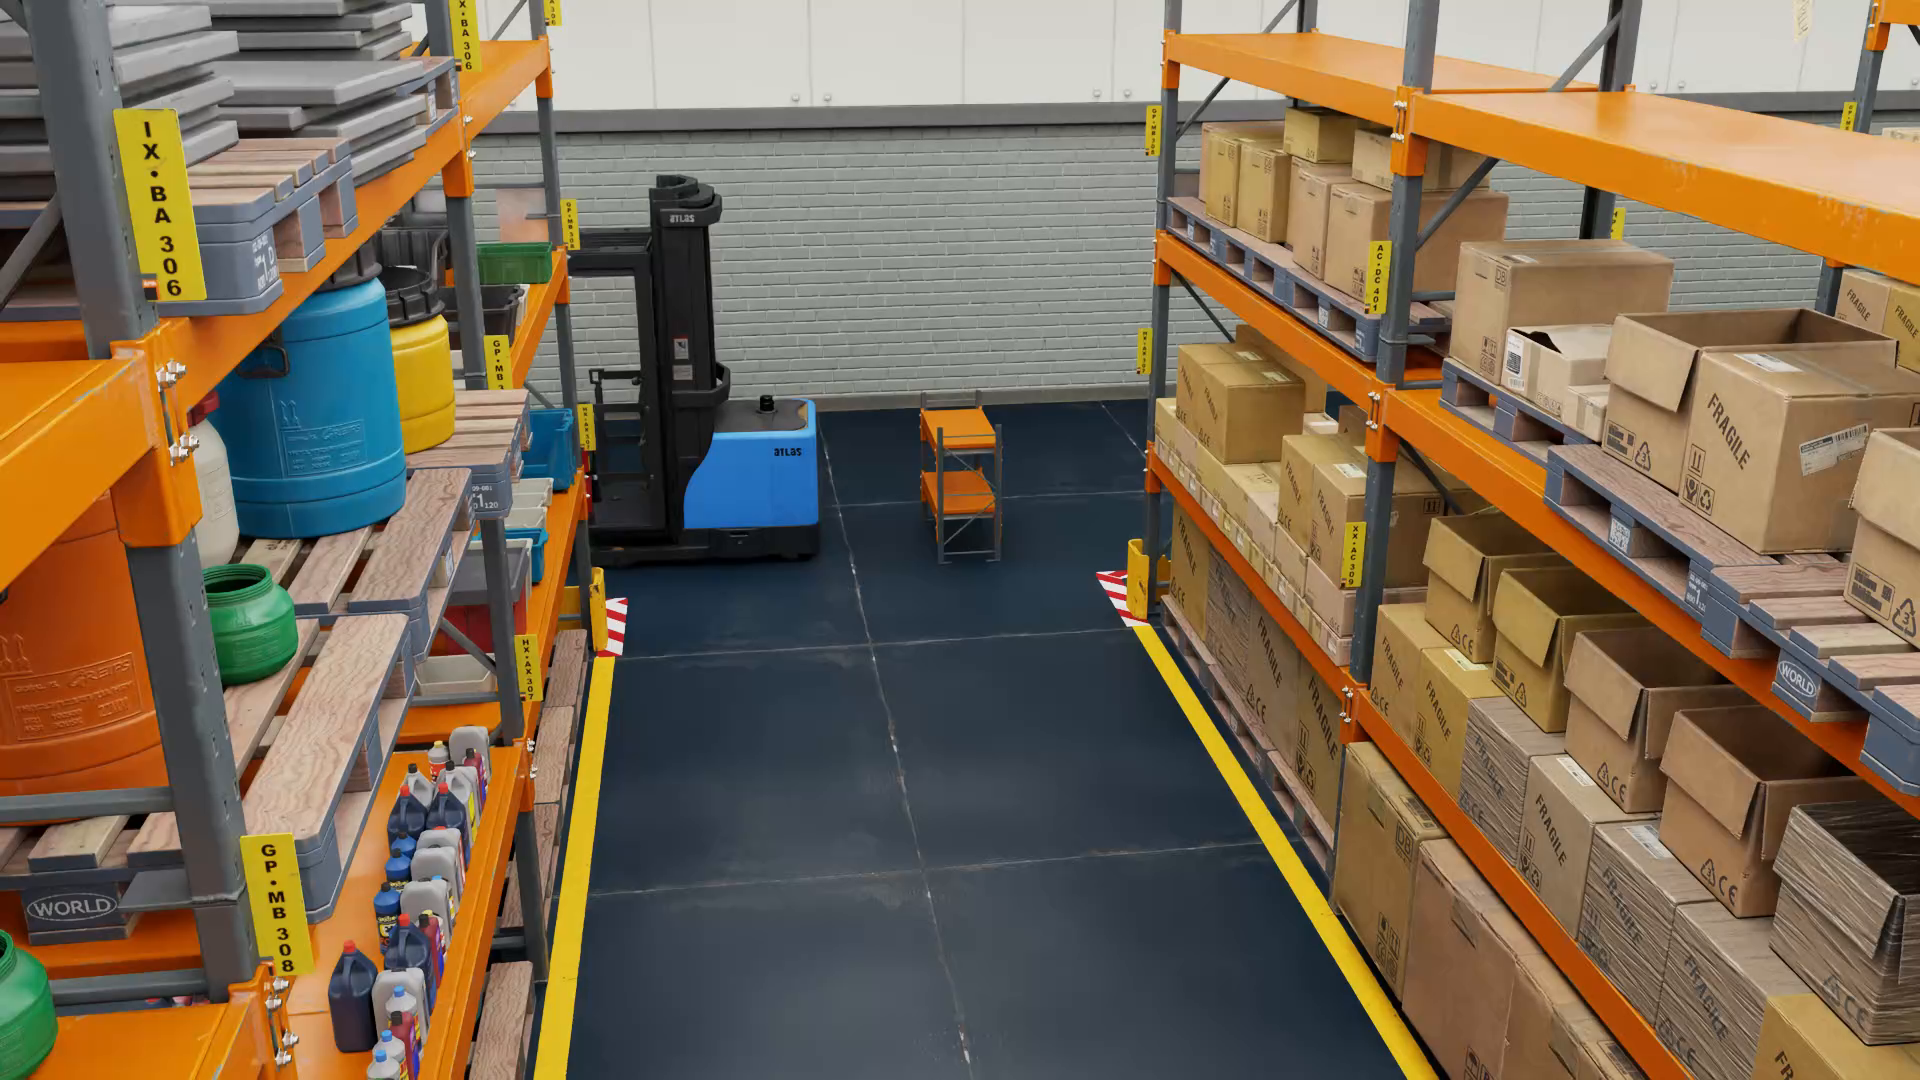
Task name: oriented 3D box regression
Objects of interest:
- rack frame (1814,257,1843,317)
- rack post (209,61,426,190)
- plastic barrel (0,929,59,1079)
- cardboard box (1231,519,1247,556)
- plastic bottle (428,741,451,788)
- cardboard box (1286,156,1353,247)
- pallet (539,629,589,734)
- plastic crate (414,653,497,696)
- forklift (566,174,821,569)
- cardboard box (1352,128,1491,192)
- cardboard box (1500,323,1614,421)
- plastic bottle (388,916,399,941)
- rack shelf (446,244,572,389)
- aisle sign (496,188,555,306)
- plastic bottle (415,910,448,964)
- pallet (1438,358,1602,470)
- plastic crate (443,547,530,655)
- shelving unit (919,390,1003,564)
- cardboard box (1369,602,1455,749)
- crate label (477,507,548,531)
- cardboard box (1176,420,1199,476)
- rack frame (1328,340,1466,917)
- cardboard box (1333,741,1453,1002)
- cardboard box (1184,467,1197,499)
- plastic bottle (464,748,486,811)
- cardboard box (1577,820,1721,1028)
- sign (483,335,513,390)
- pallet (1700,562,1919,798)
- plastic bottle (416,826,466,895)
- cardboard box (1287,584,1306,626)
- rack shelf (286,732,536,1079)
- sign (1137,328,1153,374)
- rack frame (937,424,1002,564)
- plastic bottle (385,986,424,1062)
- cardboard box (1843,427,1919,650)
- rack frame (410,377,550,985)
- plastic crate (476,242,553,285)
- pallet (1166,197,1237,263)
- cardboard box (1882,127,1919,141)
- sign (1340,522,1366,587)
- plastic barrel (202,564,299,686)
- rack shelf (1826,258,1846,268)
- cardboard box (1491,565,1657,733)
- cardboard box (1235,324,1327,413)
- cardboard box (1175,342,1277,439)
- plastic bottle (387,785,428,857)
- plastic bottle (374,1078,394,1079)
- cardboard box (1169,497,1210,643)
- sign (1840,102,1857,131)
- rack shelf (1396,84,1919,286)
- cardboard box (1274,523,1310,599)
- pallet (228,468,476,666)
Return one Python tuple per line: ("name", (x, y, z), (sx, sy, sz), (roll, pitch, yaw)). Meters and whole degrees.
("rack frame", (6.761, -1.116, 12.416), (1.000, 3.000, 0.127), (-3, 21, -8))
("rack post", (-2.068, -1.148, 4.642), (0.937, 0.300, 0.954), (-1, 20, -2))
("plastic barrel", (-1.823, 0.870, 3.035), (0.294, 0.245, 0.294), (0, 20, 0))
("cardboard box", (1.826, -0.020, 9.842), (0.380, 0.149, 0.250), (-3, 21, -7))
("plastic bottle", (-2.230, 0.960, 7.142), (0.097, 0.201, 0.097), (0, 20, 0))
("cardboard box", (2.235, -1.854, 9.219), (0.700, 0.500, 0.500), (-2, 21, -5))
("pallet", (-2.982, 0.943, 10.889), (1.003, 0.211, 1.213), (-3, 21, -8))
("plastic crate", (-2.412, 0.661, 7.949), (0.396, 0.136, 0.243), (-3, 21, -8))
("forklift", (-2.659, -1.335, 13.102), (3.031, 2.935, 1.130), (-2, 21, -5))
("cardboard box", (2.286, -1.888, 8.240), (0.500, 0.250, 0.500), (-4, 21, -11))
("cardboard box", (2.484, -0.691, 6.520), (0.500, 0.311, 0.500), (-4, 21, -10))
("plastic bottle", (-1.928, 1.431, 5.782), (0.097, 0.271, 0.097), (0, 20, 0))
("rack shelf", (-2.774, -1.026, 8.918), (1.077, 0.370, 4.000), (-3, 21, -8))
("aisle sign", (-2.783, -1.908, 10.822), (0.394, 0.787, 0.004), (-3, 21, -8))
("plastic bottle", (-1.887, 1.414, 5.926), (0.097, 0.201, 0.097), (0, 20, 0))
("pallet", (2.596, -0.516, 6.797), (0.805, 0.209, 1.217), (-4, 21, -10))
("plastic crate", (-2.367, 0.354, 8.303), (0.402, 0.464, 0.583), (-3, 21, -8))
("shelving unit", (-0.001, -0.529, 13.526), (0.538, 1.125, 1.048), (-3, 21, -8))
("cardboard box", (2.234, 0.610, 7.654), (0.500, 0.500, 0.500), (-3, 21, -8))
("crate label", (-2.674, -0.086, 9.950), (0.396, 0.136, 0.243), (-3, 21, -8))
("cardboard box", (1.722, -0.610, 10.852), (0.500, 0.250, 0.500), (-3, 21, -8))
("rack frame", (2.415, 0.484, 8.132), (1.000, 3.000, 0.127), (-3, 21, -8))
("cardboard box", (2.527, 1.504, 7.840), (1.225, 0.875, 0.875), (-3, 21, -8))
("cardboard box", (1.678, -0.376, 10.794), (0.380, 0.149, 0.250), (-3, 21, -9))
("plastic bottle", (-2.031, 0.987, 6.953), (0.061, 0.283, 0.133), (-3, 21, -8))
("cardboard box", (2.531, 1.312, 5.774), (0.500, 0.500, 0.500), (-4, 21, -10))
("sign", (-1.941, -0.702, 7.009), (0.100, 0.325, 0.005), (-3, 21, -8))
("pallet", (2.846, 0.332, 4.522), (1.213, 0.211, 1.003), (-2, 21, -5))
("plastic bottle", (-1.984, 1.214, 6.357), (0.152, 0.276, 0.135), (-3, 21, -8))
("cardboard box", (1.973, 0.335, 8.891), (0.380, 0.149, 0.250), (-3, 21, -9))
("rack shelf", (-2.198, 1.764, 5.735), (1.077, 0.370, 4.000), (-3, 21, -8))
("sign", (1.289, -1.317, 11.605), (0.100, 0.325, 0.005), (-3, 21, -8))
("rack frame", (0.072, -0.353, 13.054), (0.500, 1.125, 0.032), (-3, 21, -8))
("plastic bottle", (-1.808, 1.572, 5.404), (0.097, 0.271, 0.097), (0, 20, 0))
("cardboard box", (2.833, 0.012, 4.363), (0.797, 0.503, 0.637), (-2, 21, -5))
("rack frame", (-2.486, 0.734, 7.463), (1.000, 3.000, 0.127), (-3, 21, -8))
("plastic crate", (-2.638, -1.629, 9.808), (0.450, 0.188, 0.336), (-3, 21, -8))
("pallet", (1.956, -2.008, 10.644), (1.003, 0.211, 1.213), (-3, 21, -8))
("cardboard box", (6.583, -2.748, 11.429), (0.380, 0.149, 0.250), (-3, 21, -8))
("sign", (1.866, 0.070, 7.890), (0.100, 0.325, 0.005), (-3, 21, -8))
("plastic barrel", (-1.835, 0.212, 4.197), (0.294, 0.245, 0.294), (0, 20, 0))
("rack shelf", (7.050, -1.491, 10.163), (1.077, 0.370, 4.000), (-3, 21, -8))
("cardboard box", (2.603, 0.427, 6.710), (0.797, 0.503, 0.637), (-3, 21, -7))
("cardboard box", (2.169, -1.165, 11.267), (0.500, 0.500, 0.500), (-3, 21, -7))
("cardboard box", (1.713, -0.968, 10.738), (0.500, 0.500, 0.500), (-3, 21, -9))
("plastic bottle", (-2.146, 1.130, 6.473), (0.144, 0.351, 0.185), (-3, 21, -8))
("plastic bottle", (-1.726, 1.719, 4.993), (0.061, 0.283, 0.133), (-3, 21, -8))
("cardboard box", (2.010, 0.116, 11.556), (0.875, 0.875, 0.875), (-3, 21, -8))
("sign", (6.224, -2.903, 11.665), (0.100, 0.325, 0.005), (-3, 21, -8))
("rack shelf", (2.703, -1.109, 5.424), (1.077, 0.370, 4.000), (-3, 21, -8))
("cardboard box", (2.015, 0.097, 8.959), (0.500, 0.250, 0.500), (-2, 21, -6))
("pallet", (-2.110, 0.077, 5.207), (1.003, 0.211, 1.213), (-3, 21, -8))
